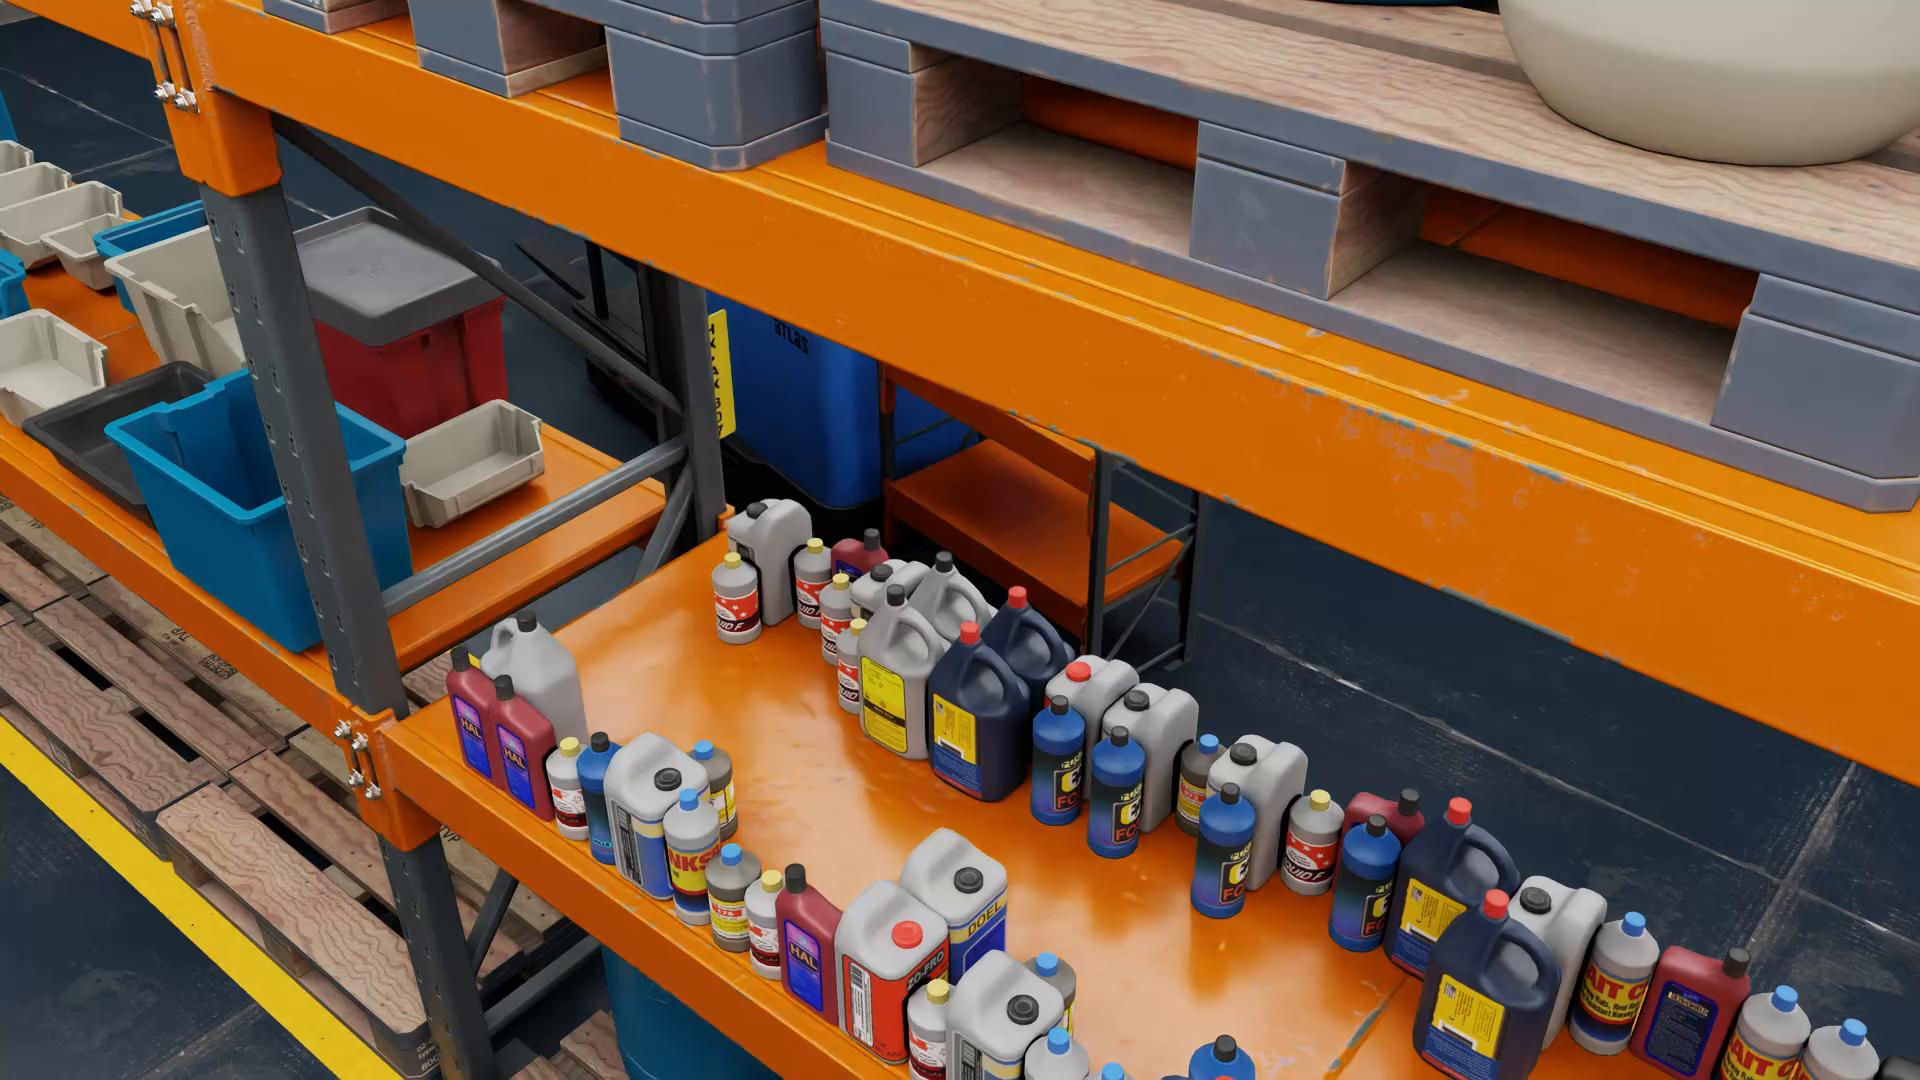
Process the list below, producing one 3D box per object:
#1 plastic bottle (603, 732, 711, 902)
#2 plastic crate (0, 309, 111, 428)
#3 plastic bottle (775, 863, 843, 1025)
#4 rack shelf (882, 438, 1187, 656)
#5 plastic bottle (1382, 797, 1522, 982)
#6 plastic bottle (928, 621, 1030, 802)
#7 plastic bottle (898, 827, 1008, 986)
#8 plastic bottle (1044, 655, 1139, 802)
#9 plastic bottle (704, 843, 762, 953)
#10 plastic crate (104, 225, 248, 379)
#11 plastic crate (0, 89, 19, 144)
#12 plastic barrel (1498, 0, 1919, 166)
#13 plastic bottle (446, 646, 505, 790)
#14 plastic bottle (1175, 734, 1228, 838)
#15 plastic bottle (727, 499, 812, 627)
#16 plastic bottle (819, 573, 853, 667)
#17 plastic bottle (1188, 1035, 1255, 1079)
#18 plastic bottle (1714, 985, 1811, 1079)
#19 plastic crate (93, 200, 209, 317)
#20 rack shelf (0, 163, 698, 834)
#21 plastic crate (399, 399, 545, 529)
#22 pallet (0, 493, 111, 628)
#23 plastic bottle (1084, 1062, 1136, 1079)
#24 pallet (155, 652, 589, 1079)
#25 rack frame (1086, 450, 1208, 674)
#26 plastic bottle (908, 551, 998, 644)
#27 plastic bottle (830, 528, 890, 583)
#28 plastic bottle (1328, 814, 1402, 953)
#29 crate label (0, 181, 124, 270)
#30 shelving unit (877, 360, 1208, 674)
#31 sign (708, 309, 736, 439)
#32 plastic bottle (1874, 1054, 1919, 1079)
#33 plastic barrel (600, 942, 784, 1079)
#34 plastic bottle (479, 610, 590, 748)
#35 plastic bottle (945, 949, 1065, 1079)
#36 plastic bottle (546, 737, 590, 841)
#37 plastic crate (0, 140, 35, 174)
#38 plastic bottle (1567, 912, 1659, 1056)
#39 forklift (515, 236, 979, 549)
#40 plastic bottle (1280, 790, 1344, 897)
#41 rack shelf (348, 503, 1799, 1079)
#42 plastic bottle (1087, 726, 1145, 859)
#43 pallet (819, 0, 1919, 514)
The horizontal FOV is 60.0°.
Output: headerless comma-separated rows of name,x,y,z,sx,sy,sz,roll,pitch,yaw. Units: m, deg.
plastic bottle,-0.536,0.491,2.995,0.135,0.276,0.152,25,42,32
plastic crate,-2.460,-0.442,4.424,0.466,0.136,0.293,25,42,32
plastic bottle,-0.238,0.662,2.739,0.133,0.283,0.061,25,42,32
rack shelf,0.256,0.015,5.666,0.538,0.278,1.000,-26,42,-33
plastic bottle,0.833,0.584,2.794,0.185,0.351,0.144,25,42,32
plastic bottle,0.036,0.315,3.186,0.185,0.351,0.144,25,42,32
plastic bottle,-0.009,0.628,2.796,0.135,0.276,0.152,25,42,32
plastic bottle,0.249,0.342,3.212,0.135,0.276,0.152,25,42,32
plastic bottle,-0.390,0.611,2.886,0.097,0.201,0.097,0,34,0
plastic crate,-1.985,-0.635,4.577,0.530,0.282,0.437,25,42,32
plastic crate,-3.627,-1.474,5.663,0.499,0.435,0.616,25,42,32
plastic barrel,0.686,-0.619,1.362,0.433,0.535,0.433,0,34,0
plastic bottle,-0.921,0.340,3.208,0.133,0.283,0.061,25,42,32
plastic bottle,0.459,0.452,3.118,0.097,0.201,0.097,0,34,0
plastic bottle,-0.420,0.027,3.670,0.135,0.276,0.152,25,42,32
plastic bottle,-0.249,0.163,3.539,0.097,0.201,0.097,0,34,0
plastic bottle,0.386,0.842,2.489,0.097,0.271,0.097,0,34,0
plastic bottle,1.237,0.790,2.564,0.097,0.271,0.097,0,34,0
plastic crate,-2.261,-0.798,4.858,0.300,0.233,0.416,25,42,32
rack shelf,-2.466,-0.454,4.897,4.000,0.370,1.077,25,42,32
plastic crate,-1.196,-0.173,4.032,0.243,0.136,0.396,25,42,32
pallet,-3.395,-0.010,6.078,1.213,0.211,1.003,25,42,32
plastic bottle,0.219,0.869,2.449,0.097,0.271,0.097,0,34,0
pallet,-1.519,0.874,4.791,1.213,0.211,1.003,25,42,32
rack frame,0.591,0.030,5.212,0.500,1.125,0.032,-26,42,-33
plastic bottle,-0.014,0.185,3.375,0.185,0.351,0.144,25,42,32
plastic bottle,-0.213,0.088,3.575,0.133,0.283,0.061,25,42,32
plastic bottle,0.701,0.582,2.867,0.097,0.271,0.097,0,34,0
crate label,-2.818,-0.973,5.197,0.243,0.136,0.396,25,42,32
shelving unit,0.256,-0.186,5.528,0.538,1.125,1.048,-26,42,-33
sign,-0.576,-0.379,3.907,0.005,0.325,0.100,25,42,32
plastic bottle,1.412,0.854,2.460,0.133,0.283,0.061,25,42,32
plastic barrel,-0.522,0.870,3.816,0.708,0.901,0.600,25,42,32
plastic bottle,-0.835,0.277,3.240,0.185,0.351,0.144,25,42,32
plastic bottle,0.072,0.778,2.577,0.135,0.276,0.152,25,42,32
plastic bottle,-0.718,0.456,3.111,0.097,0.201,0.097,0,34,0
plastic crate,-3.261,-1.174,5.490,0.243,0.136,0.396,25,42,32
plastic bottle,1.060,0.706,2.686,0.097,0.271,0.097,0,34,0
forklift,-0.945,-1.896,6.422,1.130,2.935,3.031,-23,41,-30
plastic bottle,0.637,0.536,2.996,0.097,0.201,0.097,0,34,0
rack shelf,0.608,0.995,2.787,4.000,0.370,1.077,25,42,32
plastic bottle,0.287,0.454,3.053,0.097,0.271,0.097,0,34,0
pallet,0.609,-0.534,1.895,1.213,0.211,1.003,25,42,32
